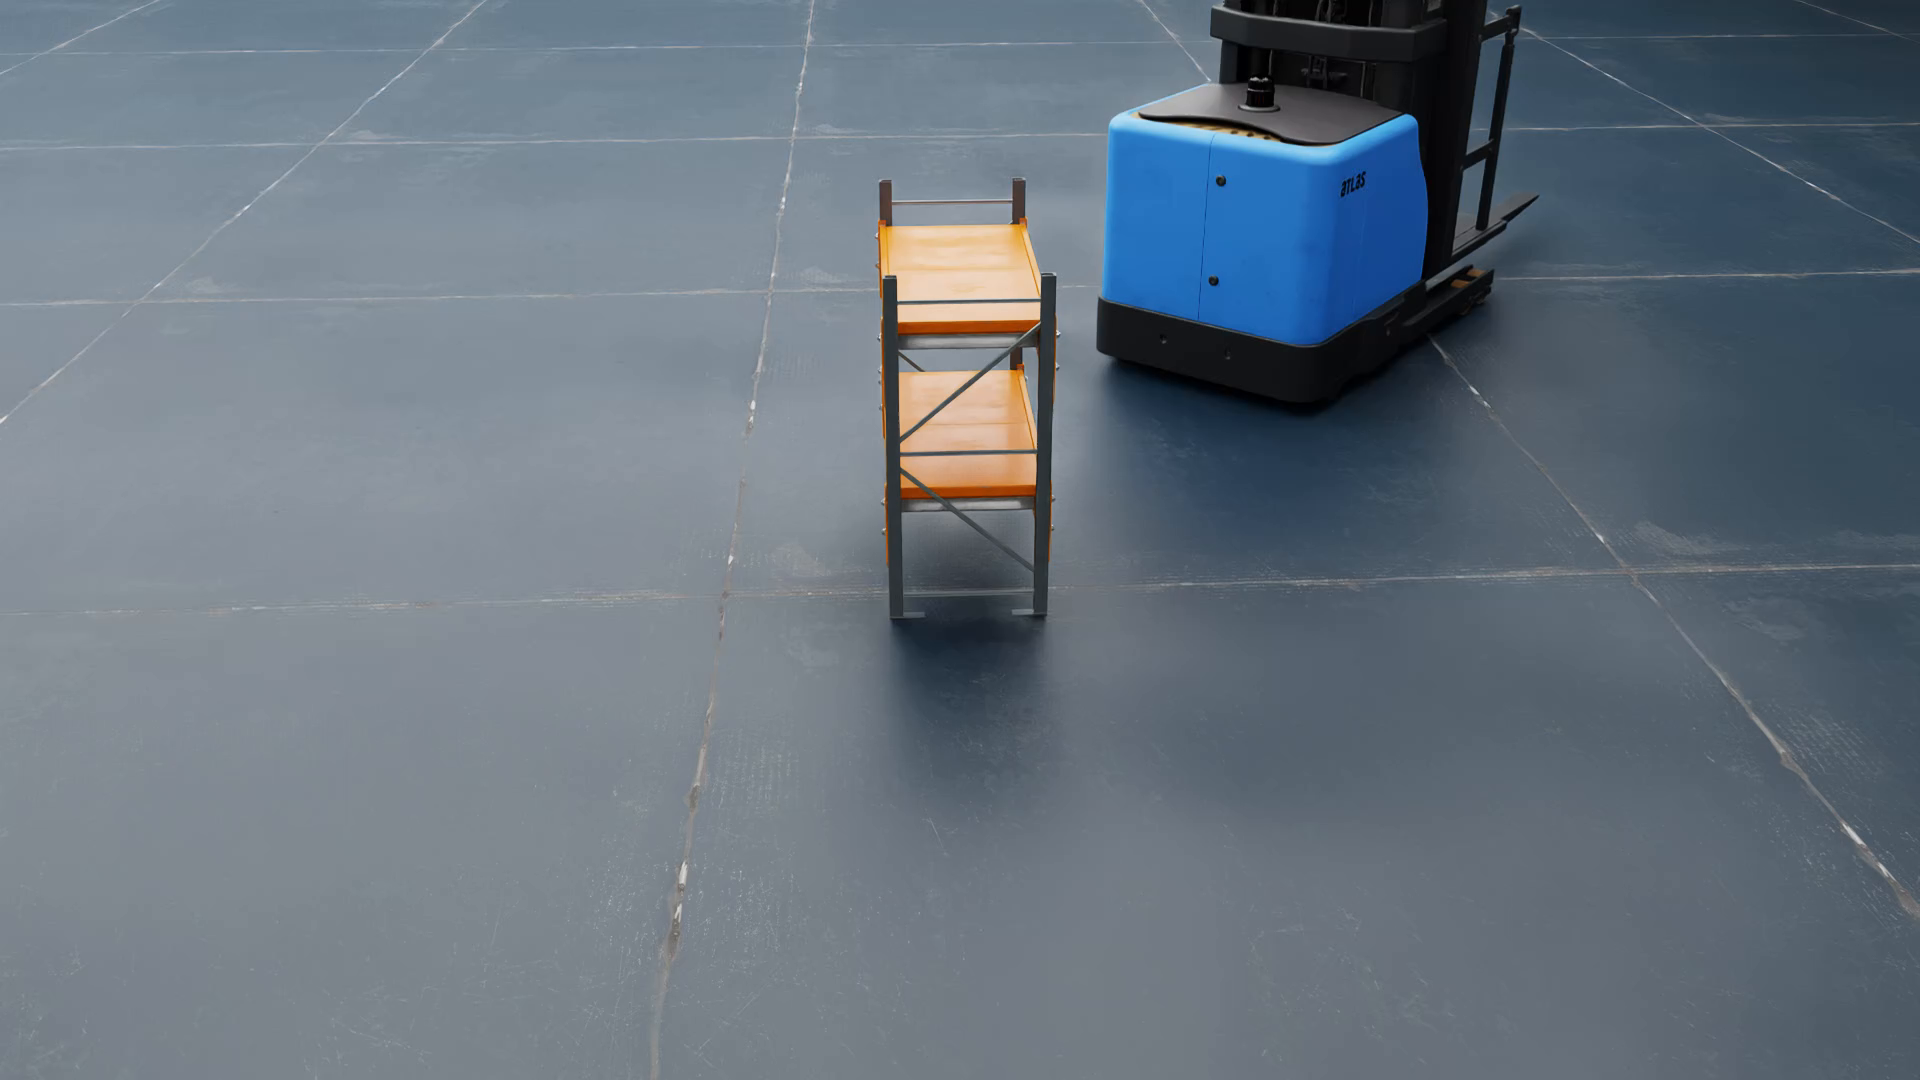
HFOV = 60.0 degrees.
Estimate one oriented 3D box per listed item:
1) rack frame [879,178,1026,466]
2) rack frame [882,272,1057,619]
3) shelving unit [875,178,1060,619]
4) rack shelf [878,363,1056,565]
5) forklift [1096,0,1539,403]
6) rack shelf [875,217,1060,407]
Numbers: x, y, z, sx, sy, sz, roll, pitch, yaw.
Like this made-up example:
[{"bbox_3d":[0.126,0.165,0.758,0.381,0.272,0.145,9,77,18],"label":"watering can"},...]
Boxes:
[{"bbox_3d":[-0.026,-0.730,5.934,0.500,1.125,0.032,-1,28,-3],"label":"rack frame"},{"bbox_3d":[0.027,-0.261,5.034,0.500,1.125,0.032,-1,28,-3],"label":"rack frame"},{"bbox_3d":[0.000,-0.496,5.484,0.538,1.125,1.048,-1,28,-3],"label":"shelving unit"},{"bbox_3d":[0.000,-0.279,5.597,0.538,0.278,1.000,-1,28,-3],"label":"rack shelf"},{"bbox_3d":[1.876,-2.468,7.312,1.130,2.935,3.031,19,33,32],"label":"forklift"},{"bbox_3d":[0.000,-0.755,5.349,0.538,0.278,1.000,-1,28,-3],"label":"rack shelf"}]
